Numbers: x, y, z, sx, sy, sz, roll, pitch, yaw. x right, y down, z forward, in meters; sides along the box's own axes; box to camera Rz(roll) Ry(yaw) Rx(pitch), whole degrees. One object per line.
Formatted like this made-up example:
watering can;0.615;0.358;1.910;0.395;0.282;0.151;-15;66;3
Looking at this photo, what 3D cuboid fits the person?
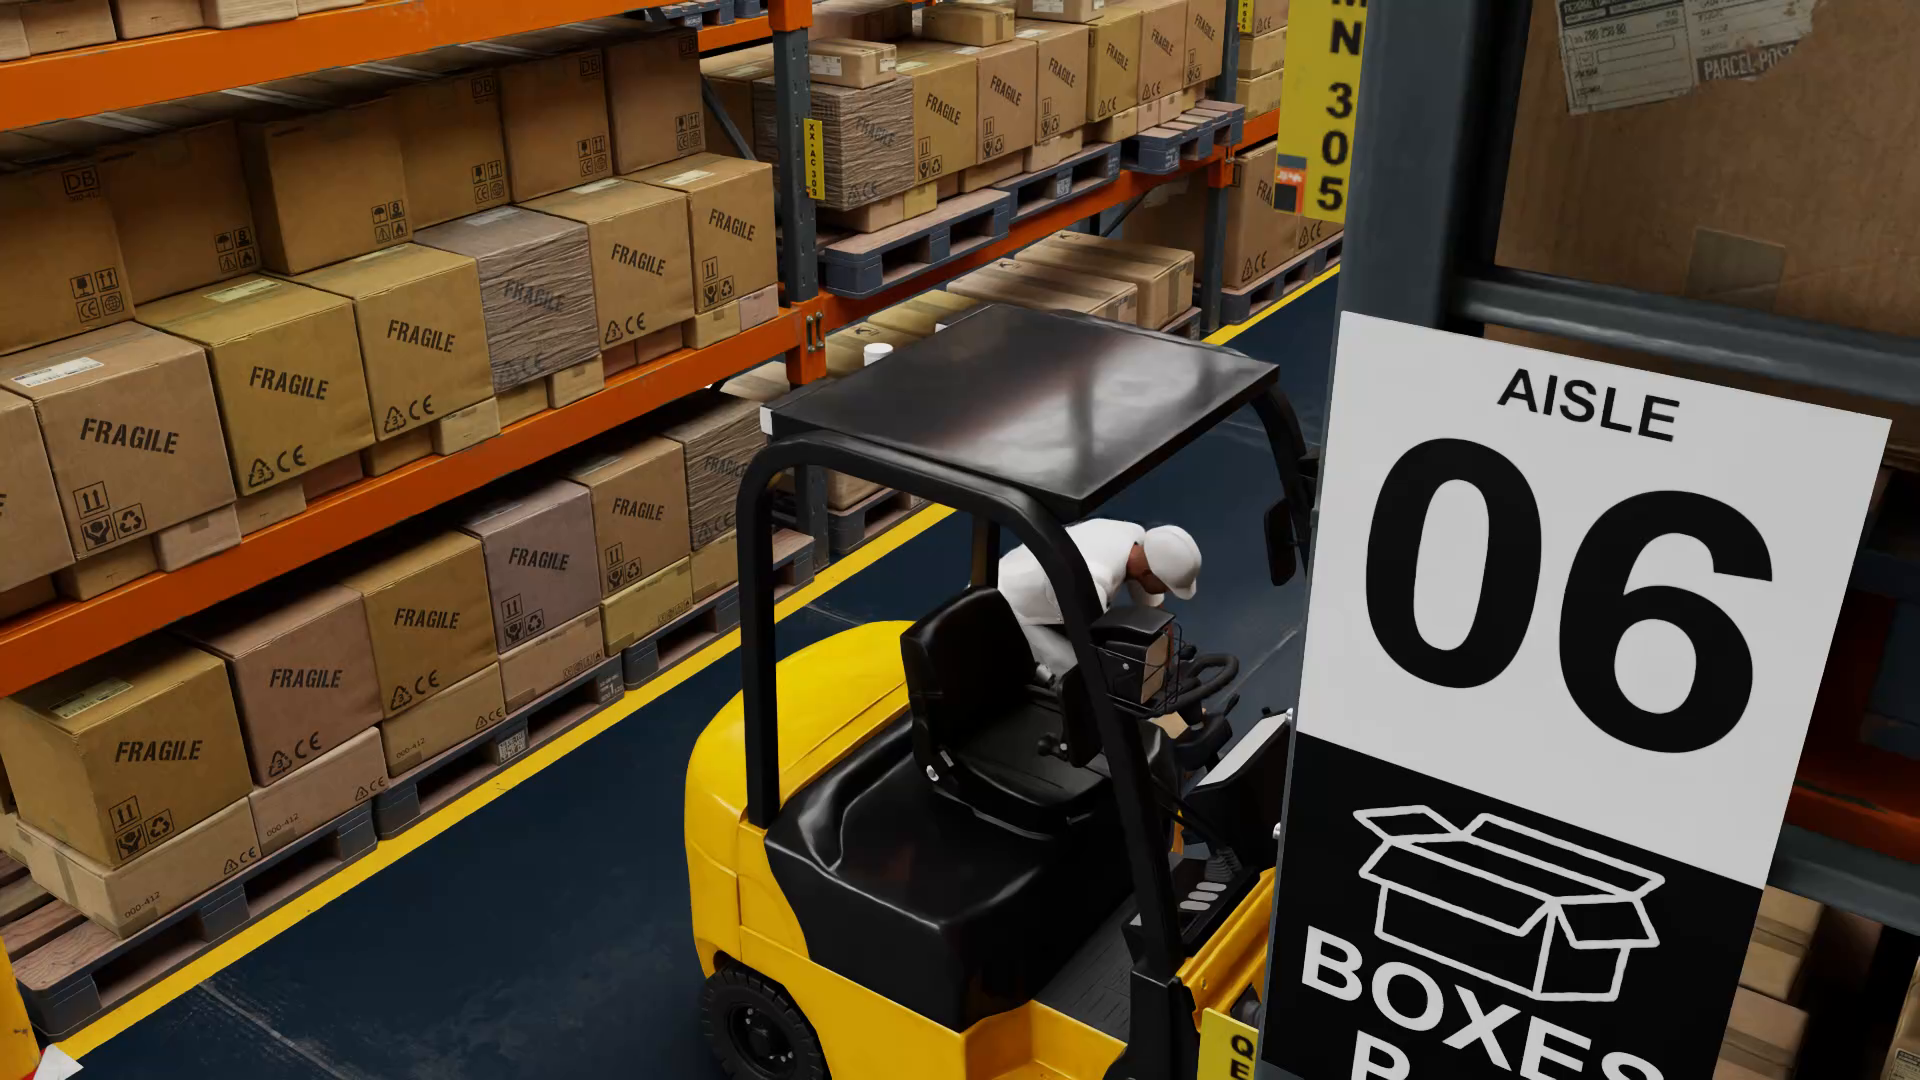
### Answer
person;0.478;0.325;6.309;0.881;0.994;0.584;17;31;30
